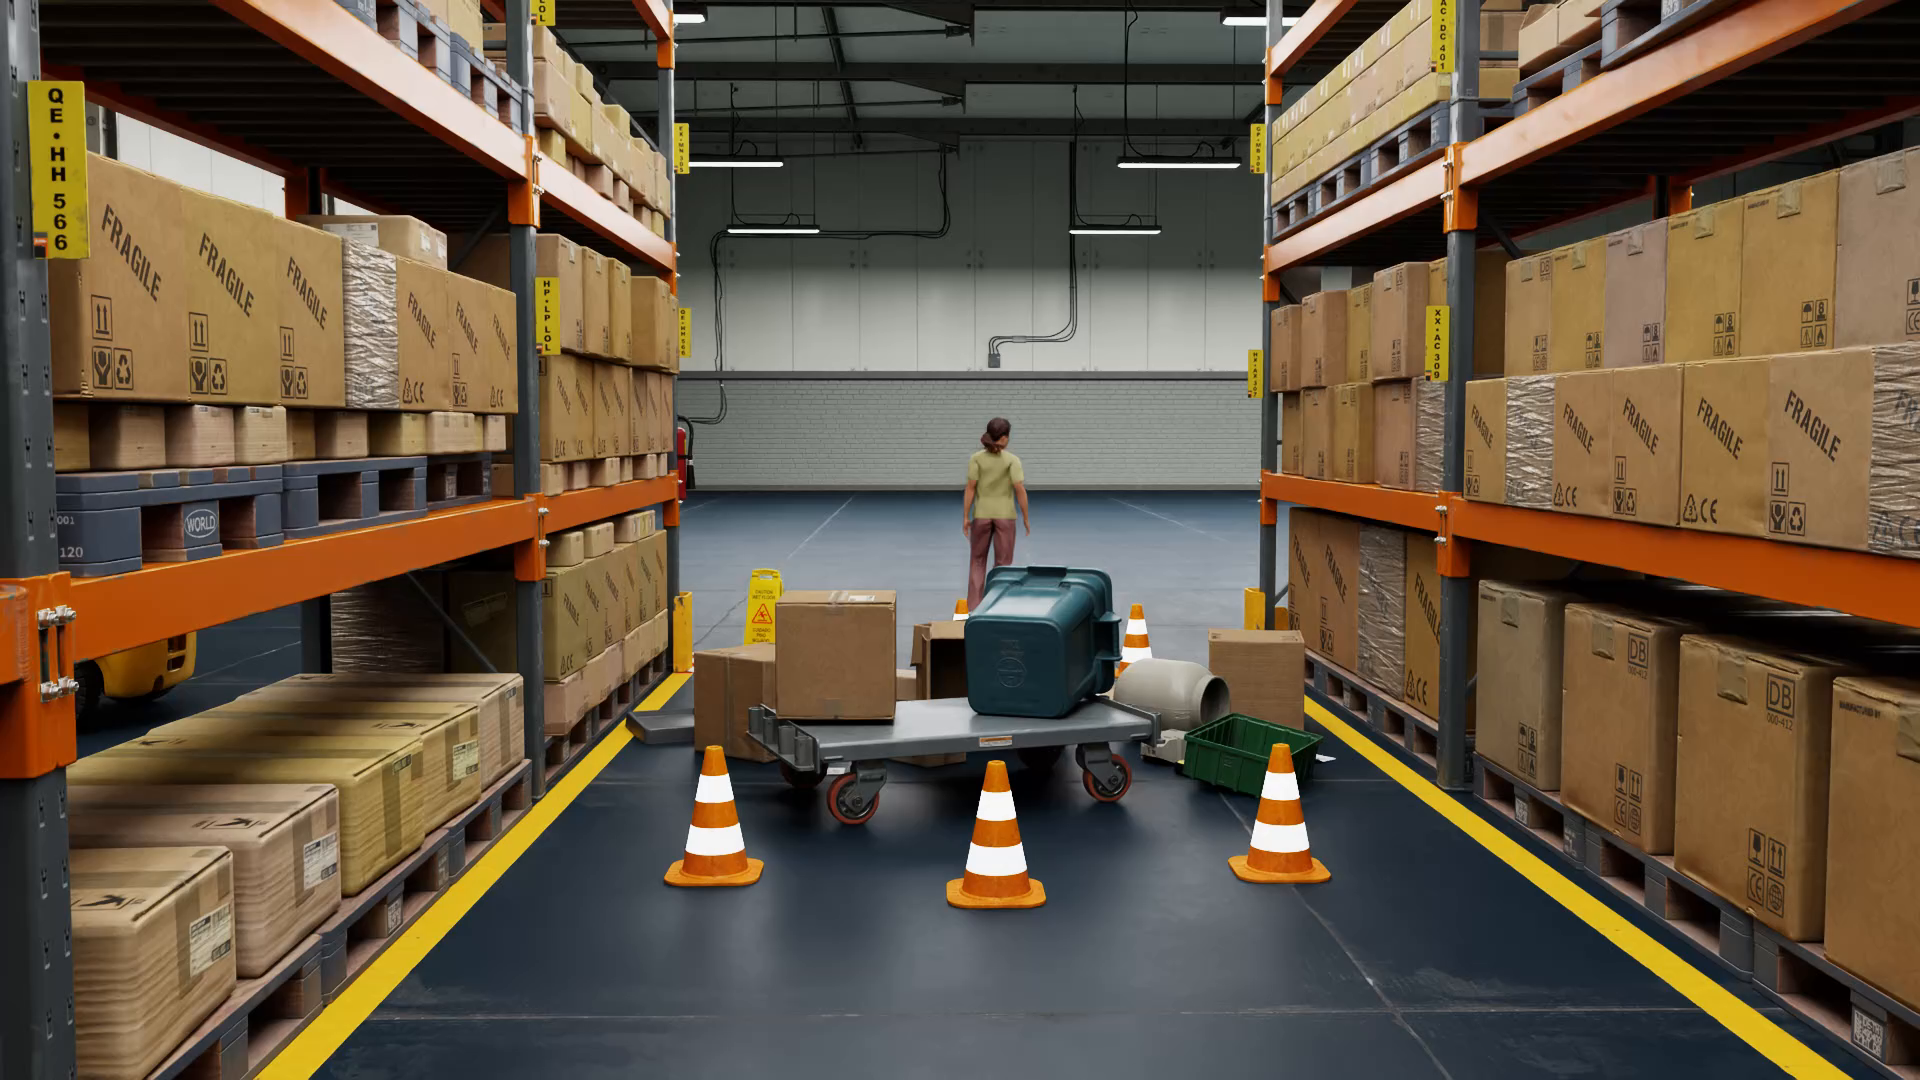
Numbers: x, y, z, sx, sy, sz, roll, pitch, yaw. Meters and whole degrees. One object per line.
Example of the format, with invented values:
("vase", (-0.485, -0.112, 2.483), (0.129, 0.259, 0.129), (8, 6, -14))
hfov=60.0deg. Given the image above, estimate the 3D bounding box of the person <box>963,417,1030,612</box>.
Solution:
("person", (0.292, -0.109, 13.198), (0.519, 1.725, 0.404), (1, 4, 10))
